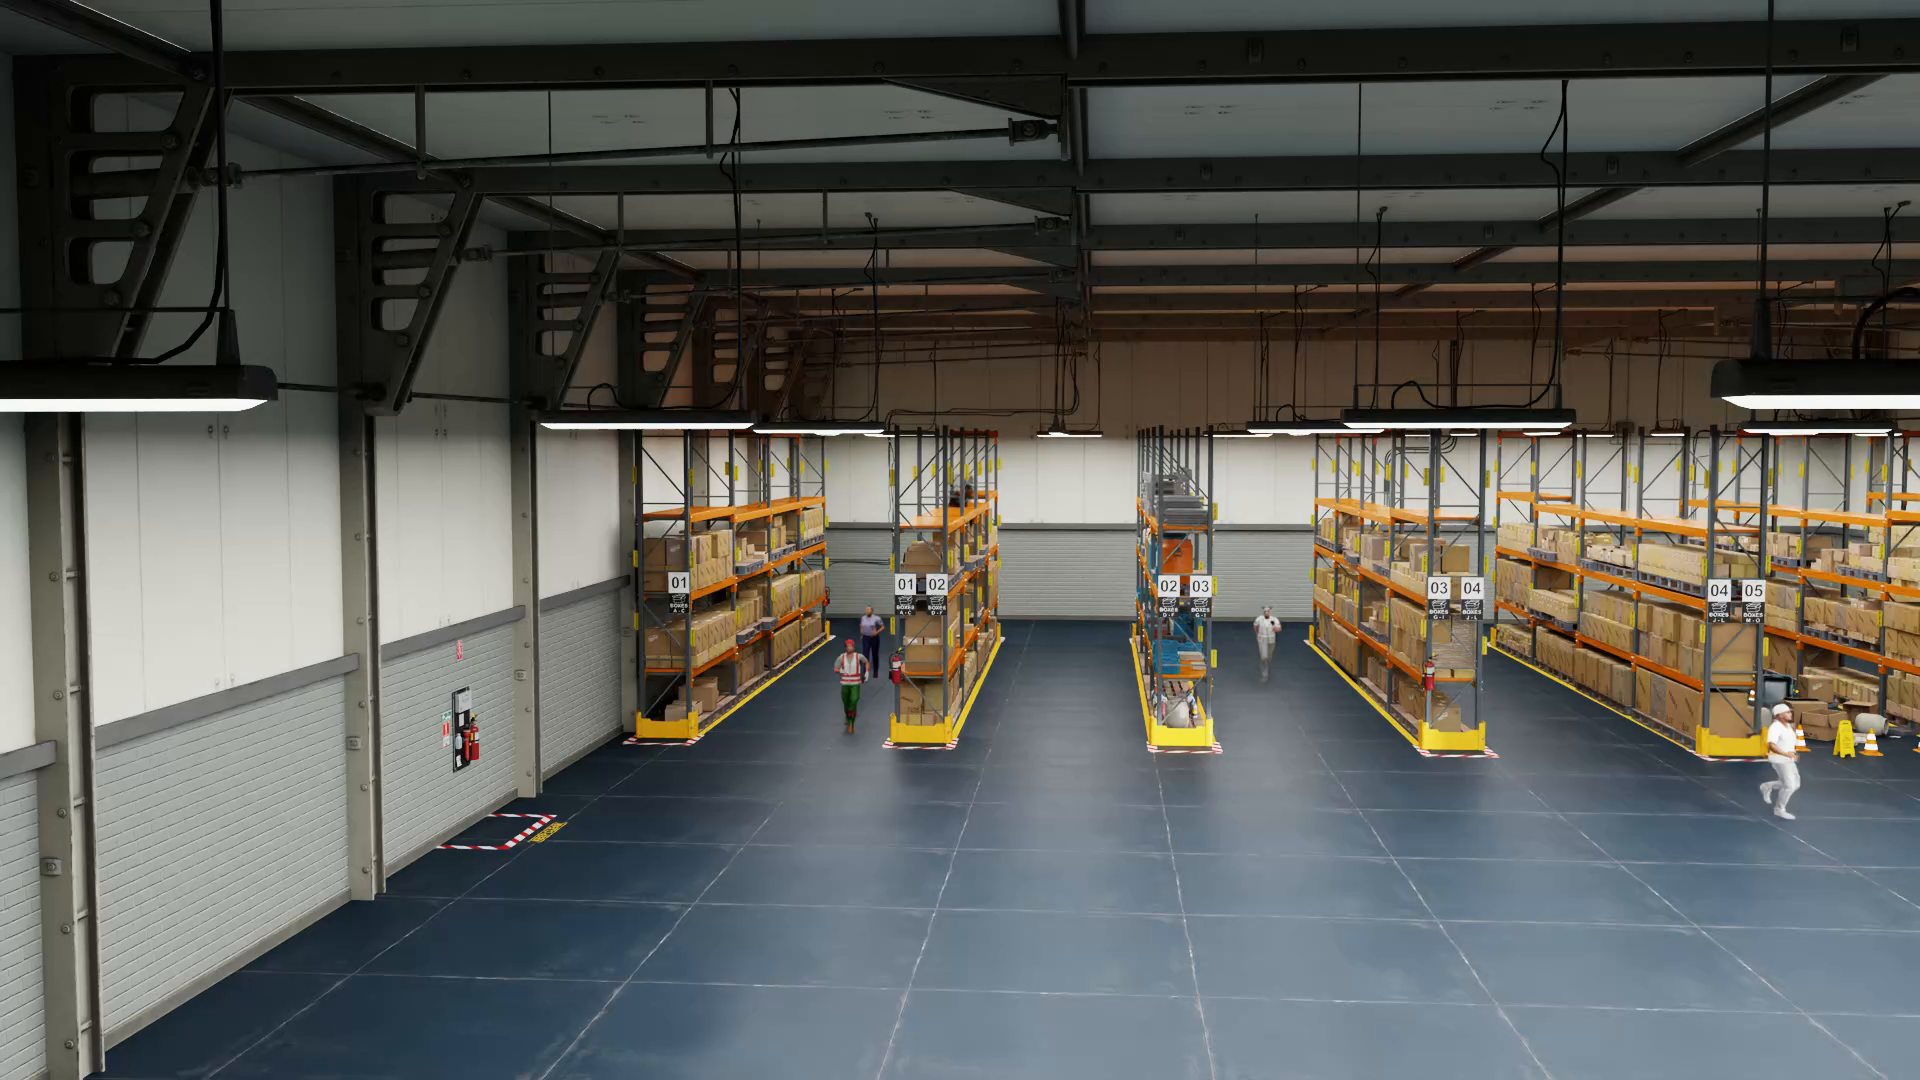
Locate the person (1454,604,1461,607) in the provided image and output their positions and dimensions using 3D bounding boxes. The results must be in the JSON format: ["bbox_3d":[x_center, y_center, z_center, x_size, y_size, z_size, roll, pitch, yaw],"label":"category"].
[{"bbox_3d":[13.455,2.183,44.303,0.739,1.733,0.824,1,3,11],"label":"person"}]

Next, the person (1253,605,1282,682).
[{"bbox_3d":[7.345,2.467,39.671,0.629,1.856,0.794,0,3,0],"label":"person"}]

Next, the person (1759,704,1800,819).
[{"bbox_3d":[12.473,3.348,25.295,0.613,1.727,0.736,3,5,42],"label":"person"}]

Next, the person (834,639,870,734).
[{"bbox_3d":[-2.156,2.857,32.761,0.672,1.785,0.989,0,3,7],"label":"person"}]

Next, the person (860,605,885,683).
[{"bbox_3d":[-2.011,2.351,38.031,0.612,1.740,0.683,1,3,10],"label":"person"}]
